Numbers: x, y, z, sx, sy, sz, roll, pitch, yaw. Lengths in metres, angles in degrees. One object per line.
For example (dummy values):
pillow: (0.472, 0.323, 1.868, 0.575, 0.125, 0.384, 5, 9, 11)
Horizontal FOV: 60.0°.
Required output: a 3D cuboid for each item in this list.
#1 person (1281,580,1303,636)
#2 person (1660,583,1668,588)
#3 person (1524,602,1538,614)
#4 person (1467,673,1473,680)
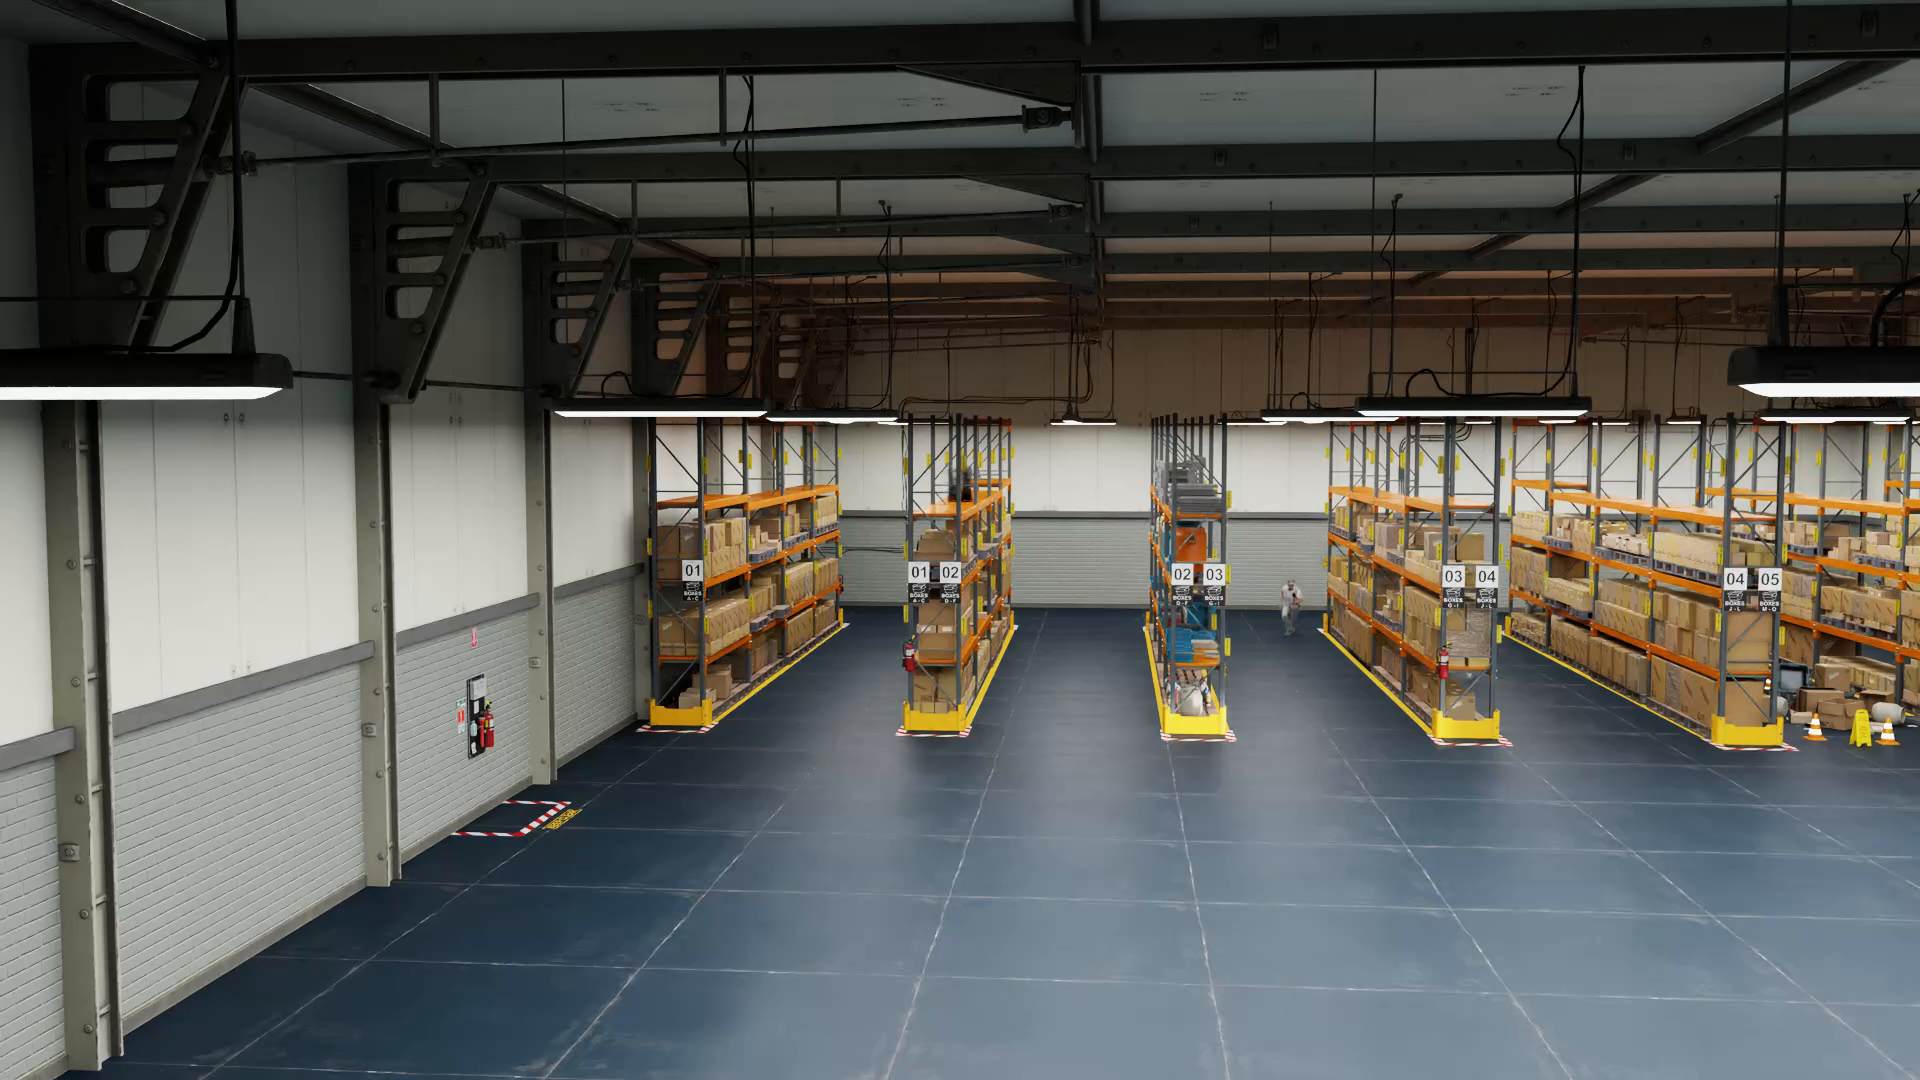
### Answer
person: (9.163, 1.833, 45.879, 0.676, 1.546, 1.143, 2, 4, 23)
person: (18.296, 1.978, 42.878, 0.706, 1.733, 0.865, -2, 4, -22)
person: (16.269, 1.737, 47.037, 0.899, 1.677, 0.667, 2, 4, 23)
person: (11.682, 2.375, 37.932, 0.439, 1.632, 0.685, 0, 4, 2)
